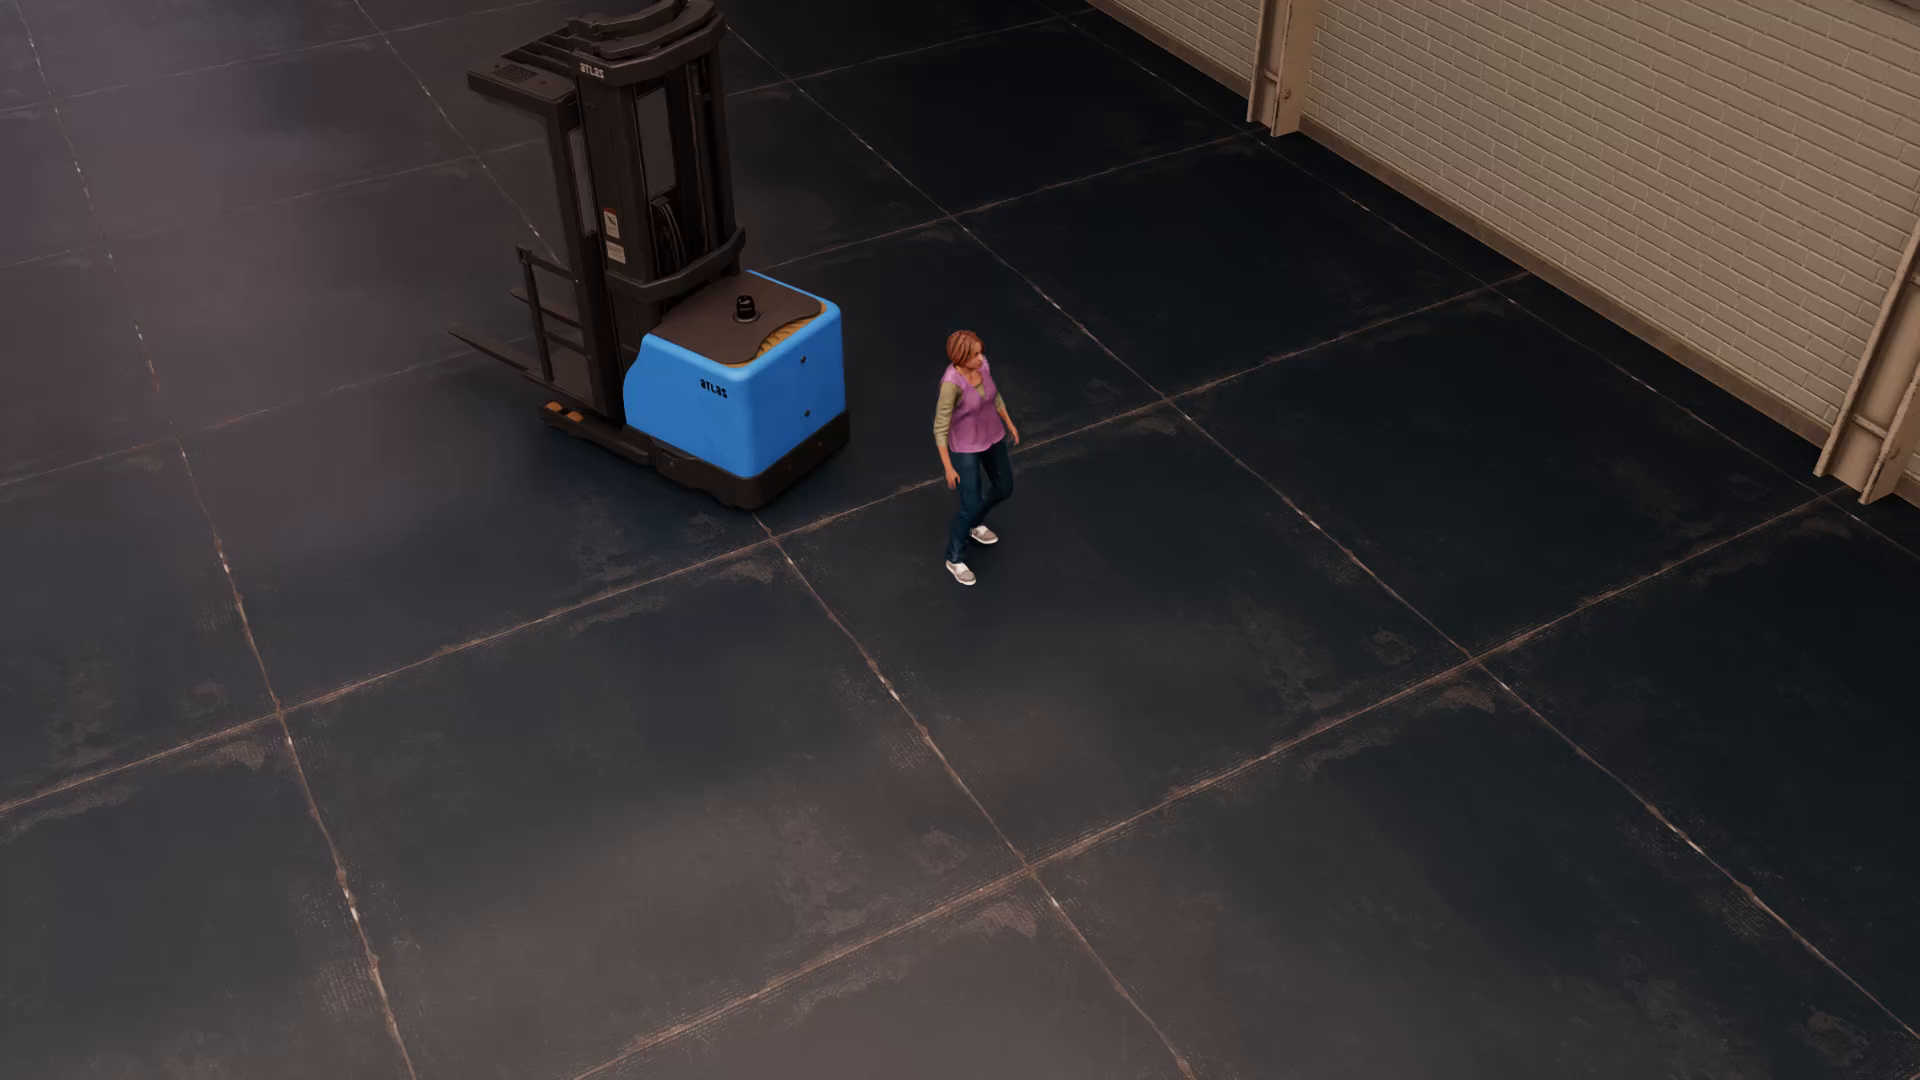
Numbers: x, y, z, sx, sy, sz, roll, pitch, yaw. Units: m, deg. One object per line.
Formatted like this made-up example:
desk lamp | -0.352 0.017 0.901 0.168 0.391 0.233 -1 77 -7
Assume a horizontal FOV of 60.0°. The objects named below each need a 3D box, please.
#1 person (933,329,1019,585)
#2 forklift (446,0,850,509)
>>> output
person | 0.093 -0.533 9.762 0.445 1.542 0.600 30 48 31
forklift | -2.227 -2.073 10.535 3.031 2.935 1.130 24 46 27
